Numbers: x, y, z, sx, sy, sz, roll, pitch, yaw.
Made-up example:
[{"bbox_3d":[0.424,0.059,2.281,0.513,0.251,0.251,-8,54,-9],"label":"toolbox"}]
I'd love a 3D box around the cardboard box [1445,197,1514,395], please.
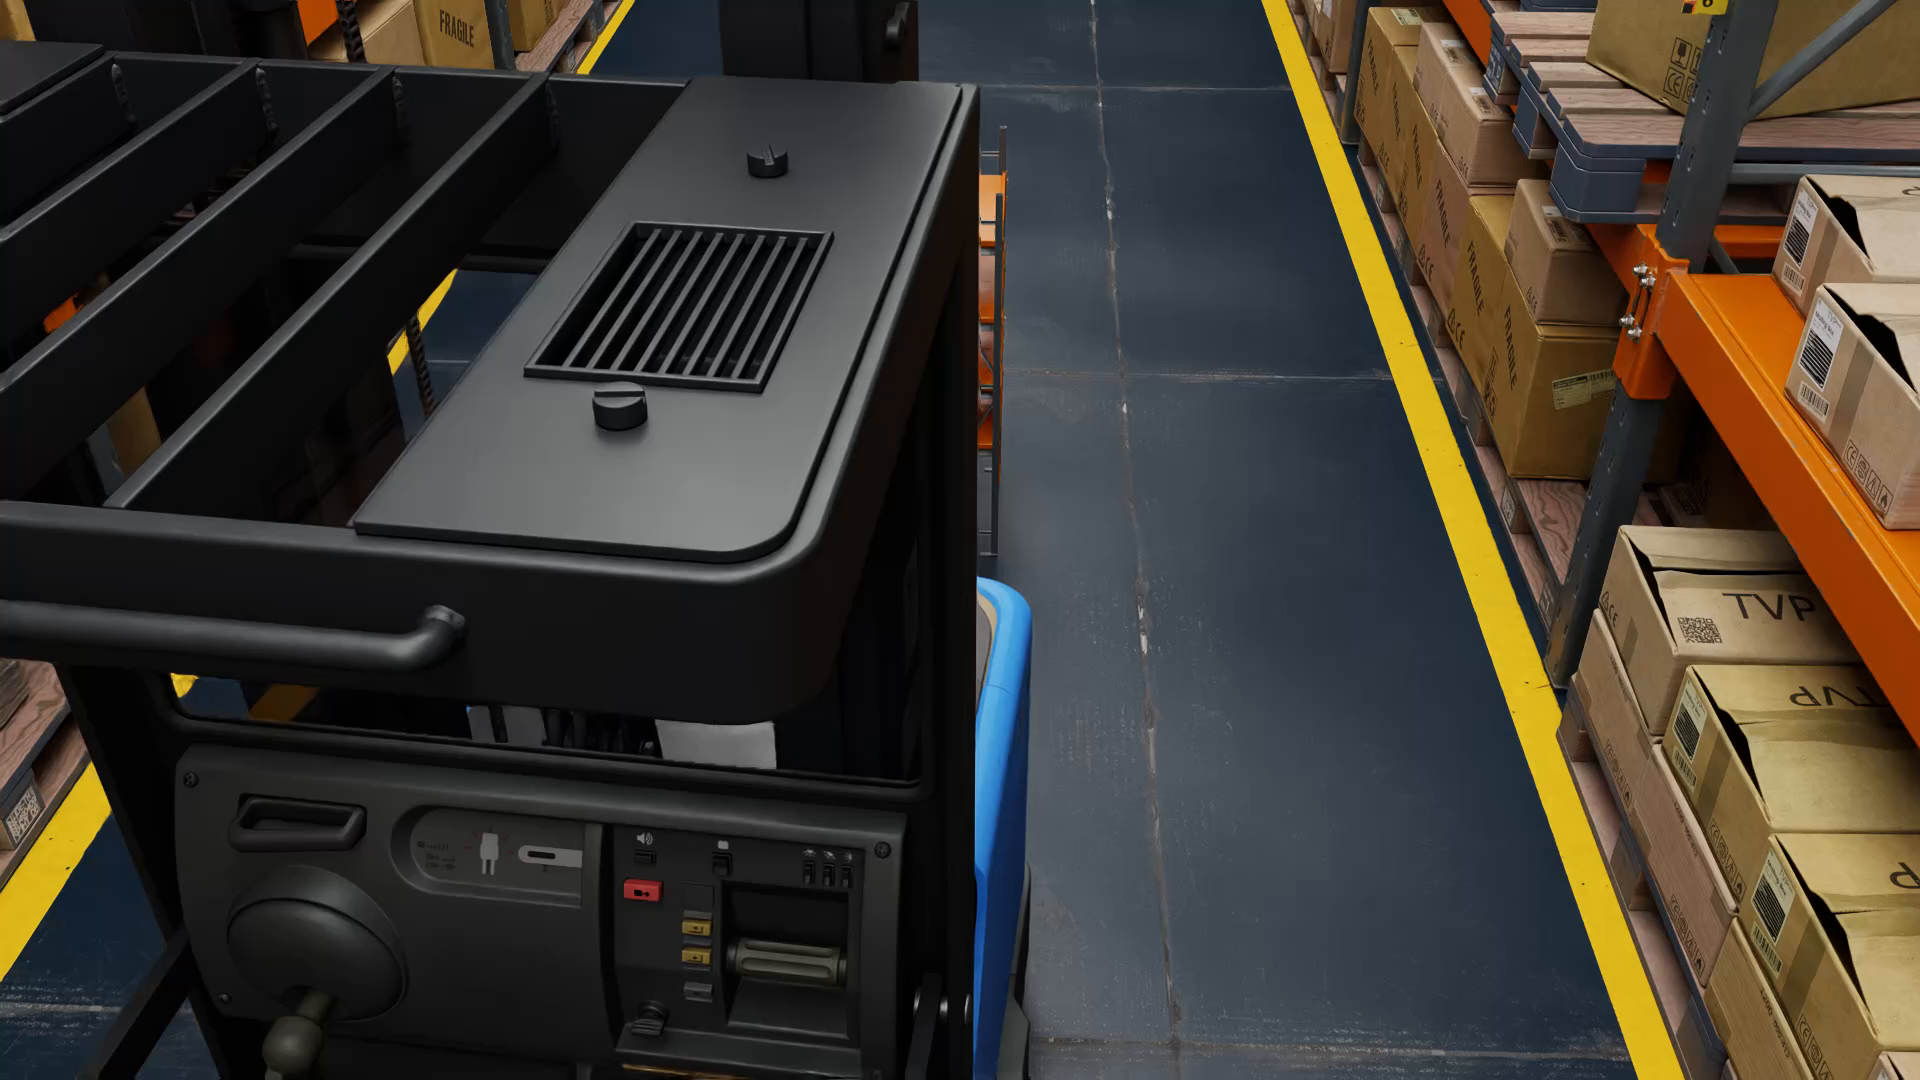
[{"bbox_3d":[1.984,-0.825,5.606,0.500,0.500,0.500,0,35,0],"label":"cardboard box"}]

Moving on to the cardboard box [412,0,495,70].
[{"bbox_3d":[-2.526,-2.153,7.210,0.750,0.750,0.750,2,35,2],"label":"cardboard box"}]

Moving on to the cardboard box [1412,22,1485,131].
[{"bbox_3d":[2.017,-1.743,6.260,0.500,0.250,0.500,1,35,2],"label":"cardboard box"}]

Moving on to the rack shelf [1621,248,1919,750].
[{"bbox_3d":[2.079,0.616,2.390,1.077,0.370,4.000,1,35,2],"label":"rack shelf"}]

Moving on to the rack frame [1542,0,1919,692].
[{"bbox_3d":[2.160,-0.827,3.818,1.000,3.000,0.127,1,35,2],"label":"rack frame"}]

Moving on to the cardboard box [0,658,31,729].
[{"bbox_3d":[-2.767,0.318,3.980,0.700,0.500,0.500,2,35,3],"label":"cardboard box"}]

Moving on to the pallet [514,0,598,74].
[{"bbox_3d":[-2.521,-2.532,8.669,1.003,0.211,1.213,1,35,2],"label":"pallet"}]

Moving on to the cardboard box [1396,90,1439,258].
[{"bbox_3d":[2.020,-1.417,6.448,0.500,0.500,0.500,2,35,2],"label":"cardboard box"}]

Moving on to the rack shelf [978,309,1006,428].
[{"bbox_3d":[0.007,-0.531,5.079,0.258,0.148,0.480,1,35,2],"label":"rack shelf"}]

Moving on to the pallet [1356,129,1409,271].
[{"bbox_3d":[2.326,-1.516,7.224,1.003,0.211,1.213,1,35,2],"label":"pallet"}]

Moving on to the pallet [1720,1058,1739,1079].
[{"bbox_3d":[2.036,1.485,2.954,1.003,0.211,1.213,1,35,2],"label":"pallet"}]

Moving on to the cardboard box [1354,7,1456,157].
[{"bbox_3d":[2.058,-2.010,7.293,0.500,0.500,0.500,0,35,0],"label":"cardboard box"}]

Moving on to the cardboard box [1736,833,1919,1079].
[{"bbox_3d":[1.810,0.786,3.062,0.500,0.311,0.500,0,35,1],"label":"cardboard box"}]

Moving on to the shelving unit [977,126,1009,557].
[{"bbox_3d":[0.007,-0.586,5.040,0.258,1.200,0.503,1,35,2],"label":"shelving unit"}]

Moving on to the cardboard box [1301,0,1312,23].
[{"bbox_3d":[2.090,-2.970,8.823,0.500,0.311,0.500,1,35,2],"label":"cardboard box"}]

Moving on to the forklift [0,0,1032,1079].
[{"bbox_3d":[-0.559,0.557,1.908,1.130,2.935,3.031,5,35,6],"label":"forklift"}]

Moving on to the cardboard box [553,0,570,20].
[{"bbox_3d":[-2.473,-3.103,8.865,0.700,0.500,0.500,1,35,1],"label":"cardboard box"}]

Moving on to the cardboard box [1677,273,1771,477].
[{"bbox_3d":[2.479,-0.540,5.201,0.500,0.500,0.500,0,35,0],"label":"cardboard box"}]

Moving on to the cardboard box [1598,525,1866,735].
[{"bbox_3d":[1.845,0.191,3.908,0.500,0.311,0.500,2,35,3],"label":"cardboard box"}]

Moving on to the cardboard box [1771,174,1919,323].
[{"bbox_3d":[2.102,-0.583,3.548,0.500,0.311,0.500,3,35,5],"label":"cardboard box"}]

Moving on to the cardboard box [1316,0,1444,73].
[{"bbox_3d":[2.060,-2.617,8.156,0.500,0.500,0.500,1,35,2],"label":"cardboard box"}]

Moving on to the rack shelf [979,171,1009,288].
[{"bbox_3d":[0.007,-0.907,4.814,0.258,0.148,0.480,1,35,2],"label":"rack shelf"}]

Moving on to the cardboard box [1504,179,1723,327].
[{"bbox_3d":[1.961,-0.867,5.013,0.500,0.250,0.500,3,35,4],"label":"cardboard box"}]

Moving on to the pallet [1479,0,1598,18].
[{"bbox_3d":[2.233,-1.866,5.463,1.003,0.211,1.213,1,35,2],"label":"pallet"}]

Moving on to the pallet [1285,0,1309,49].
[{"bbox_3d":[2.395,-3.082,9.451,1.003,0.211,1.213,1,35,2],"label":"pallet"}]

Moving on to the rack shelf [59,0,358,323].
[{"bbox_3d":[-2.710,-1.794,5.820,1.077,0.370,4.000,1,35,2],"label":"rack shelf"}]

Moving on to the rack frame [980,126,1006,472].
[{"bbox_3d":[0.016,-0.726,5.240,0.240,1.200,0.015,1,35,2],"label":"rack frame"}]

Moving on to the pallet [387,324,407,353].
[{"bbox_3d":[-2.631,-0.949,6.417,1.003,0.211,1.213,1,35,2],"label":"pallet"}]

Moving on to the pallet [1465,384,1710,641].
[{"bbox_3d":[2.228,-0.114,5.229,1.003,0.211,1.213,1,35,2],"label":"pallet"}]

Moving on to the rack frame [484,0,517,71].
[{"bbox_3d":[-2.629,-3.238,7.248,1.000,3.000,0.127,1,35,2],"label":"rack frame"}]

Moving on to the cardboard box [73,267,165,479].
[{"bbox_3d":[-2.629,-0.651,5.072,0.750,0.750,0.750,1,35,1],"label":"cardboard box"}]

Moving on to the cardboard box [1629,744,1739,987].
[{"bbox_3d":[1.826,0.709,3.659,0.500,0.250,0.500,0,35,1],"label":"cardboard box"}]
